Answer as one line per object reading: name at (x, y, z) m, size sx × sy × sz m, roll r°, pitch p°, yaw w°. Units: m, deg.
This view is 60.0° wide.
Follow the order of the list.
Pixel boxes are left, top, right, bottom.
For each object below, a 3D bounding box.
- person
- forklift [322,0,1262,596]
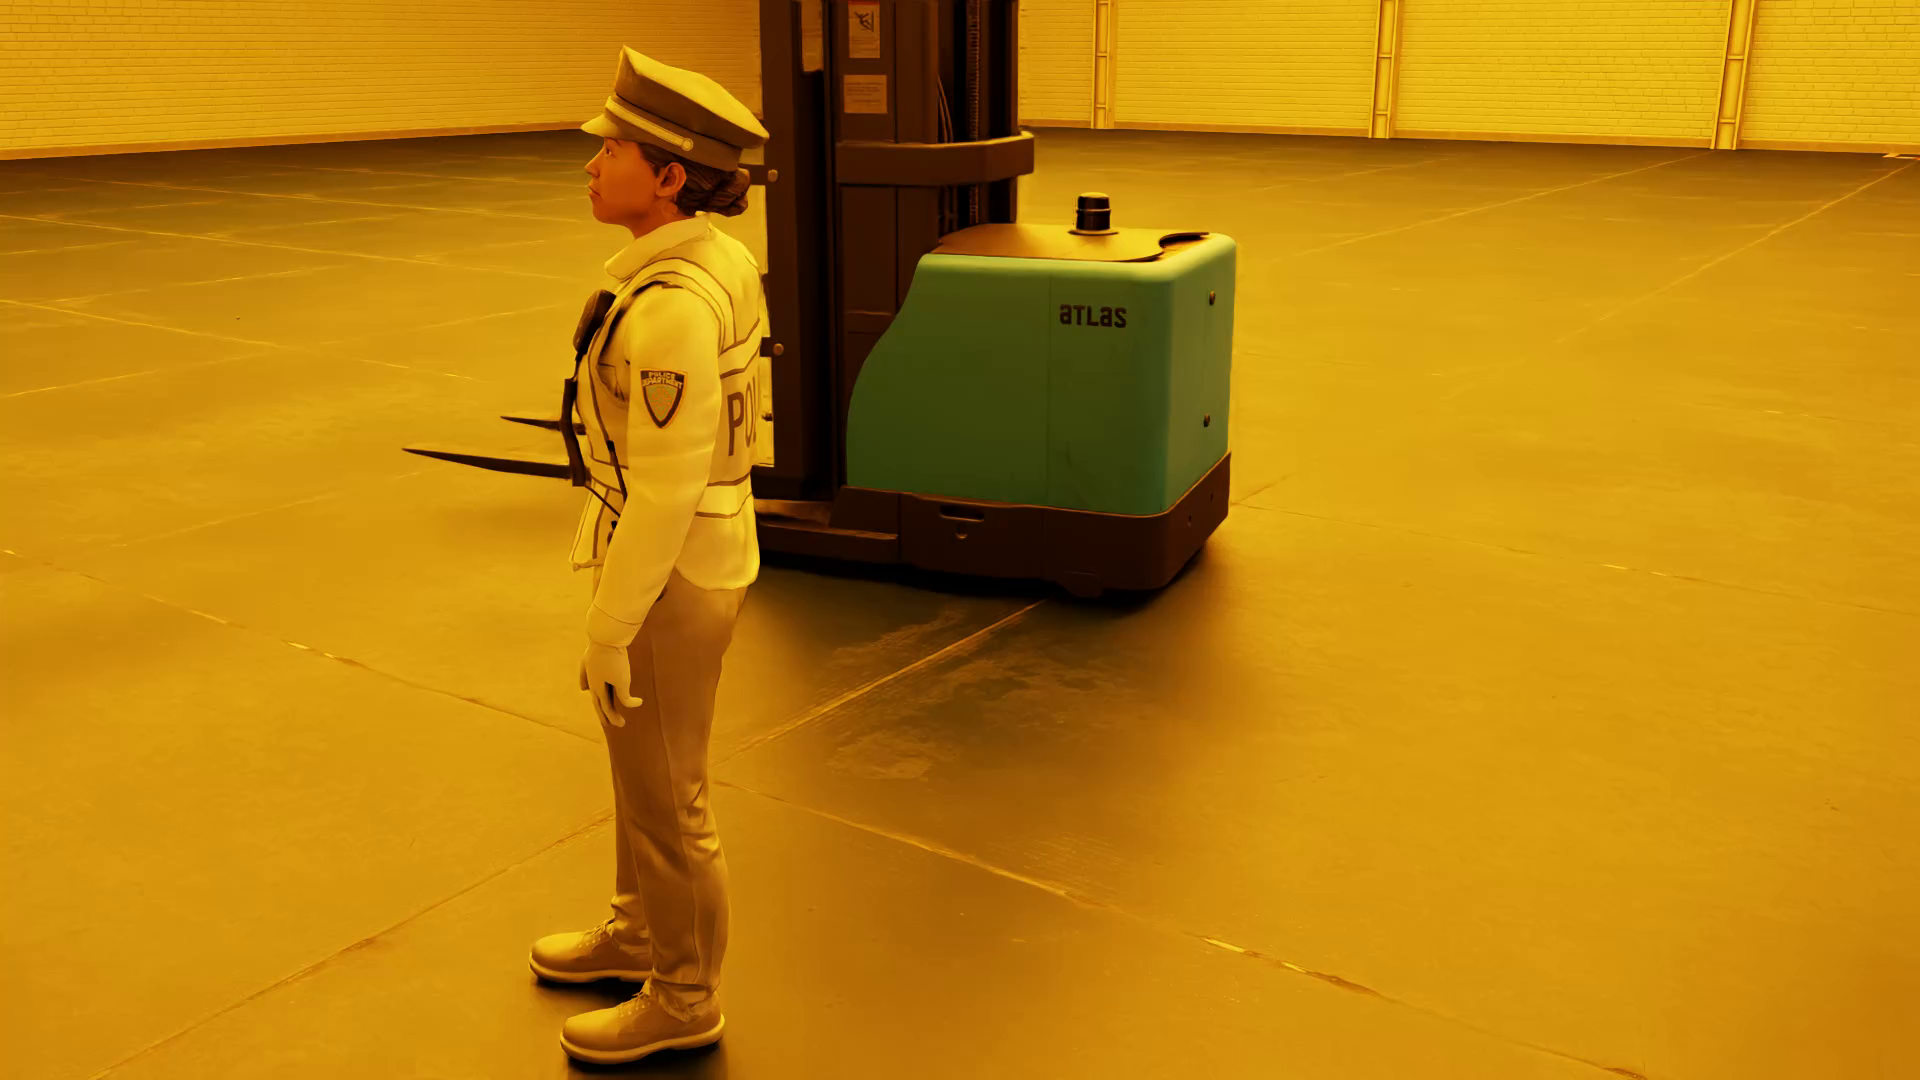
person at (-0.552, 0.072, 2.724) m, size 0.533 × 1.694 × 0.584 m, roll 0°, pitch 17°, yaw -1°
forklift at (-0.574, -1.378, 5.441) m, size 3.031 × 2.935 × 1.130 m, roll -2°, pitch 17°, yaw -7°
